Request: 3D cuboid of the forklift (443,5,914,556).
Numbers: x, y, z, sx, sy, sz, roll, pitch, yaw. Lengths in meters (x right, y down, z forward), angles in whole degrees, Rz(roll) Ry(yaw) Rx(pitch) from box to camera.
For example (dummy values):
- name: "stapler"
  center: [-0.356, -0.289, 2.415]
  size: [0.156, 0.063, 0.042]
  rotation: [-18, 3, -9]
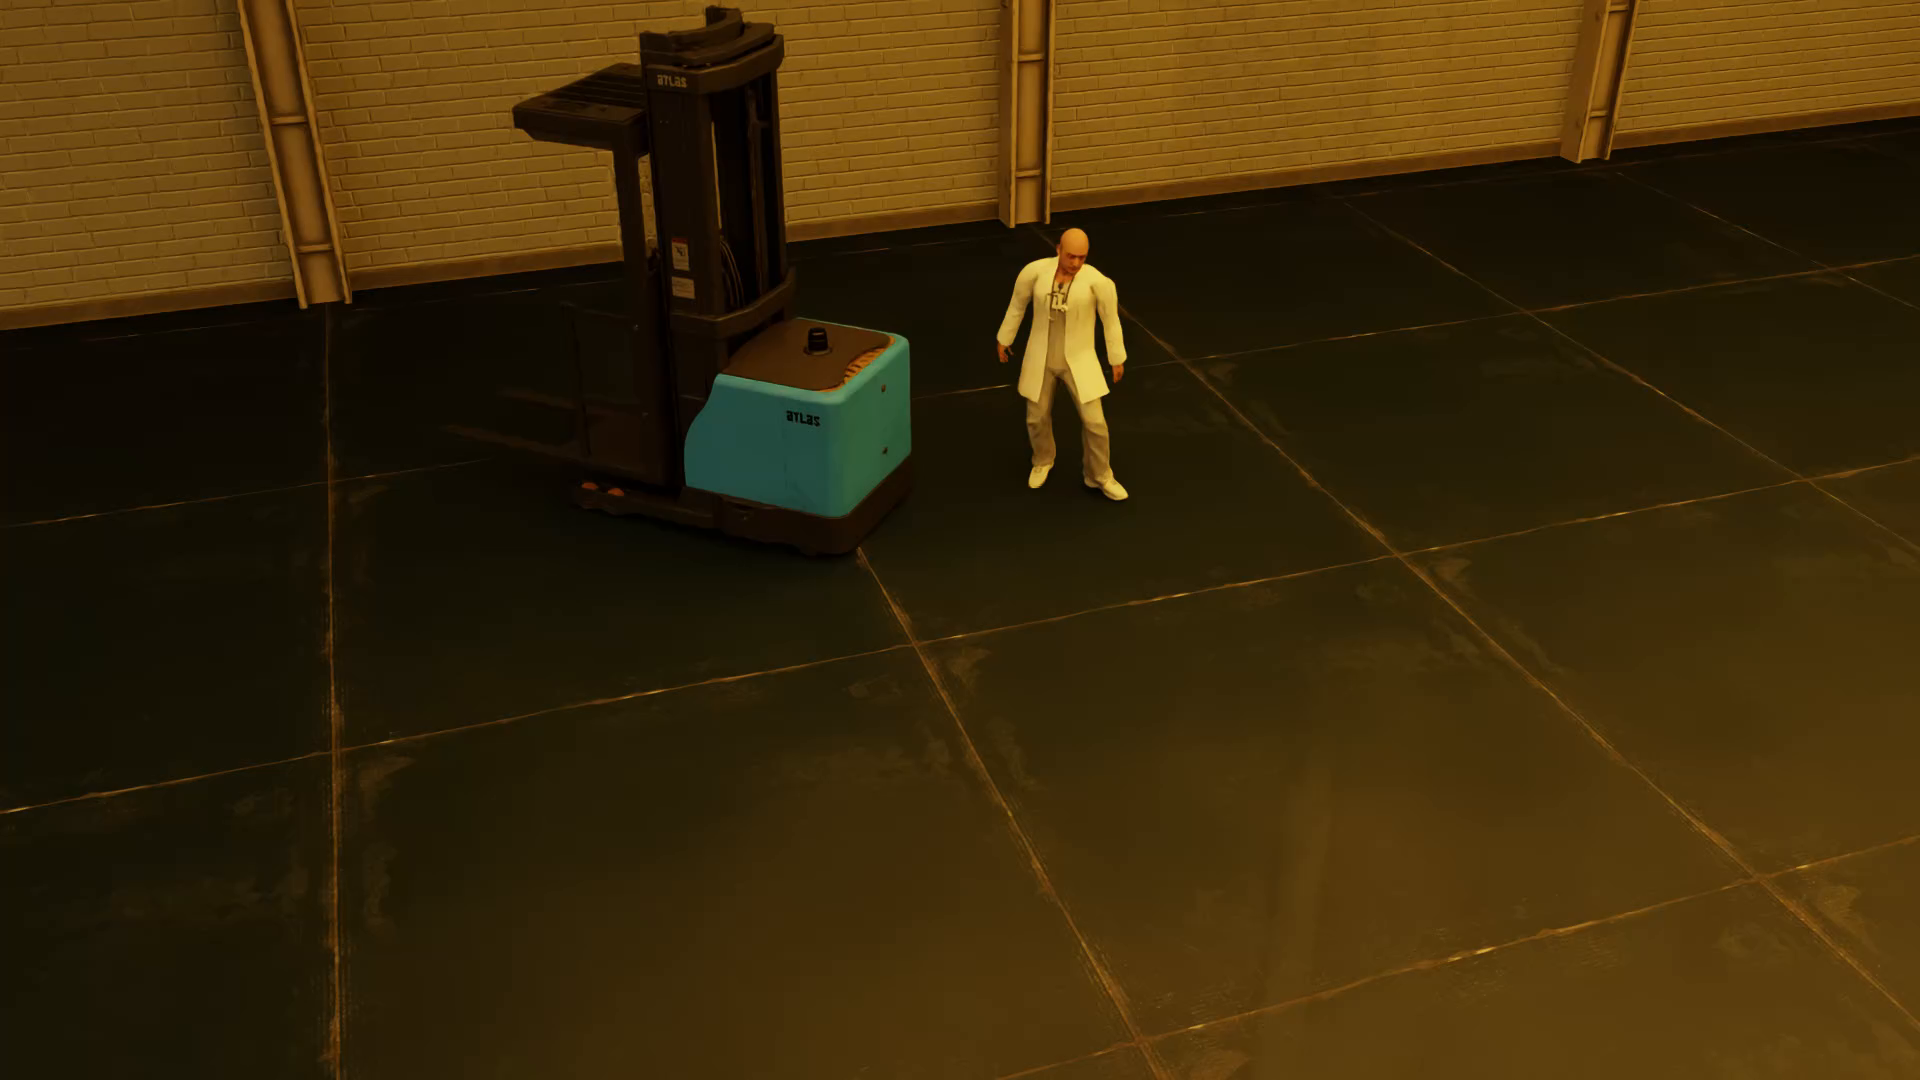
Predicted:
- name: "forklift"
  center: [-1.853, -1.649, 9.953]
  size: [3.031, 2.935, 1.130]
  rotation: [12, 32, 20]

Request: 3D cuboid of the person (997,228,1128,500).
- name: "person"
  center: [0.653, -1.109, 10.242]
  size: [0.924, 1.749, 0.483]
  rotation: [9, 31, 15]
